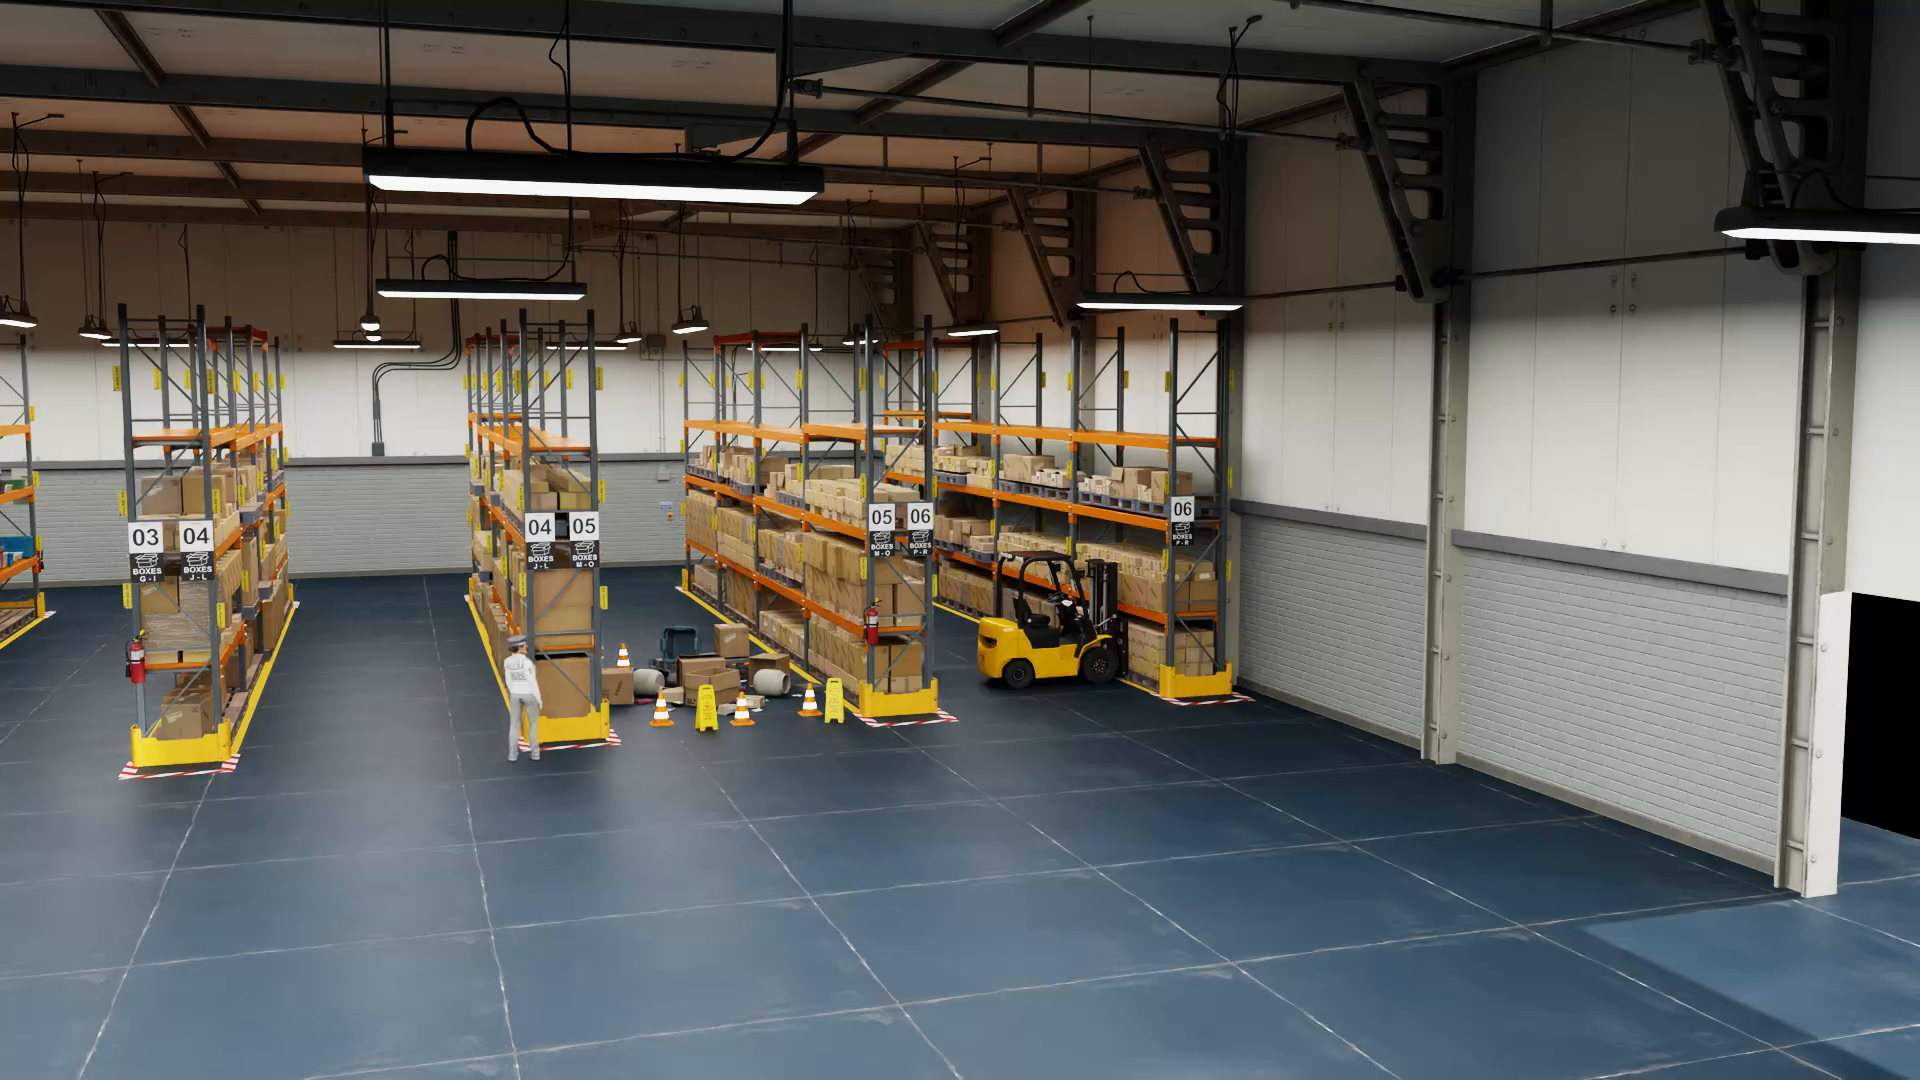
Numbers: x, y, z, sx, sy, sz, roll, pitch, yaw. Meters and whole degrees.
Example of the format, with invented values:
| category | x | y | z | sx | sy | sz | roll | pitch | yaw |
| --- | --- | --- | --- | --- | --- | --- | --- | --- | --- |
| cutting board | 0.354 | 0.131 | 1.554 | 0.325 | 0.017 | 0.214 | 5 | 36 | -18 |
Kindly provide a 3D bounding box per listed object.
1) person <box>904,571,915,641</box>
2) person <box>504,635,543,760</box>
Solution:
| category | x | y | z | sx | sy | sz | roll | pitch | yaw |
| --- | --- | --- | --- | --- | --- | --- | --- | --- | --- |
| person | -0.940 | 1.358 | 29.975 | 0.437 | 1.615 | 0.495 | -1 | 6 | -15 |
| person | -5.752 | 2.083 | 21.956 | 0.533 | 1.667 | 0.392 | 1 | 6 | 11 |
